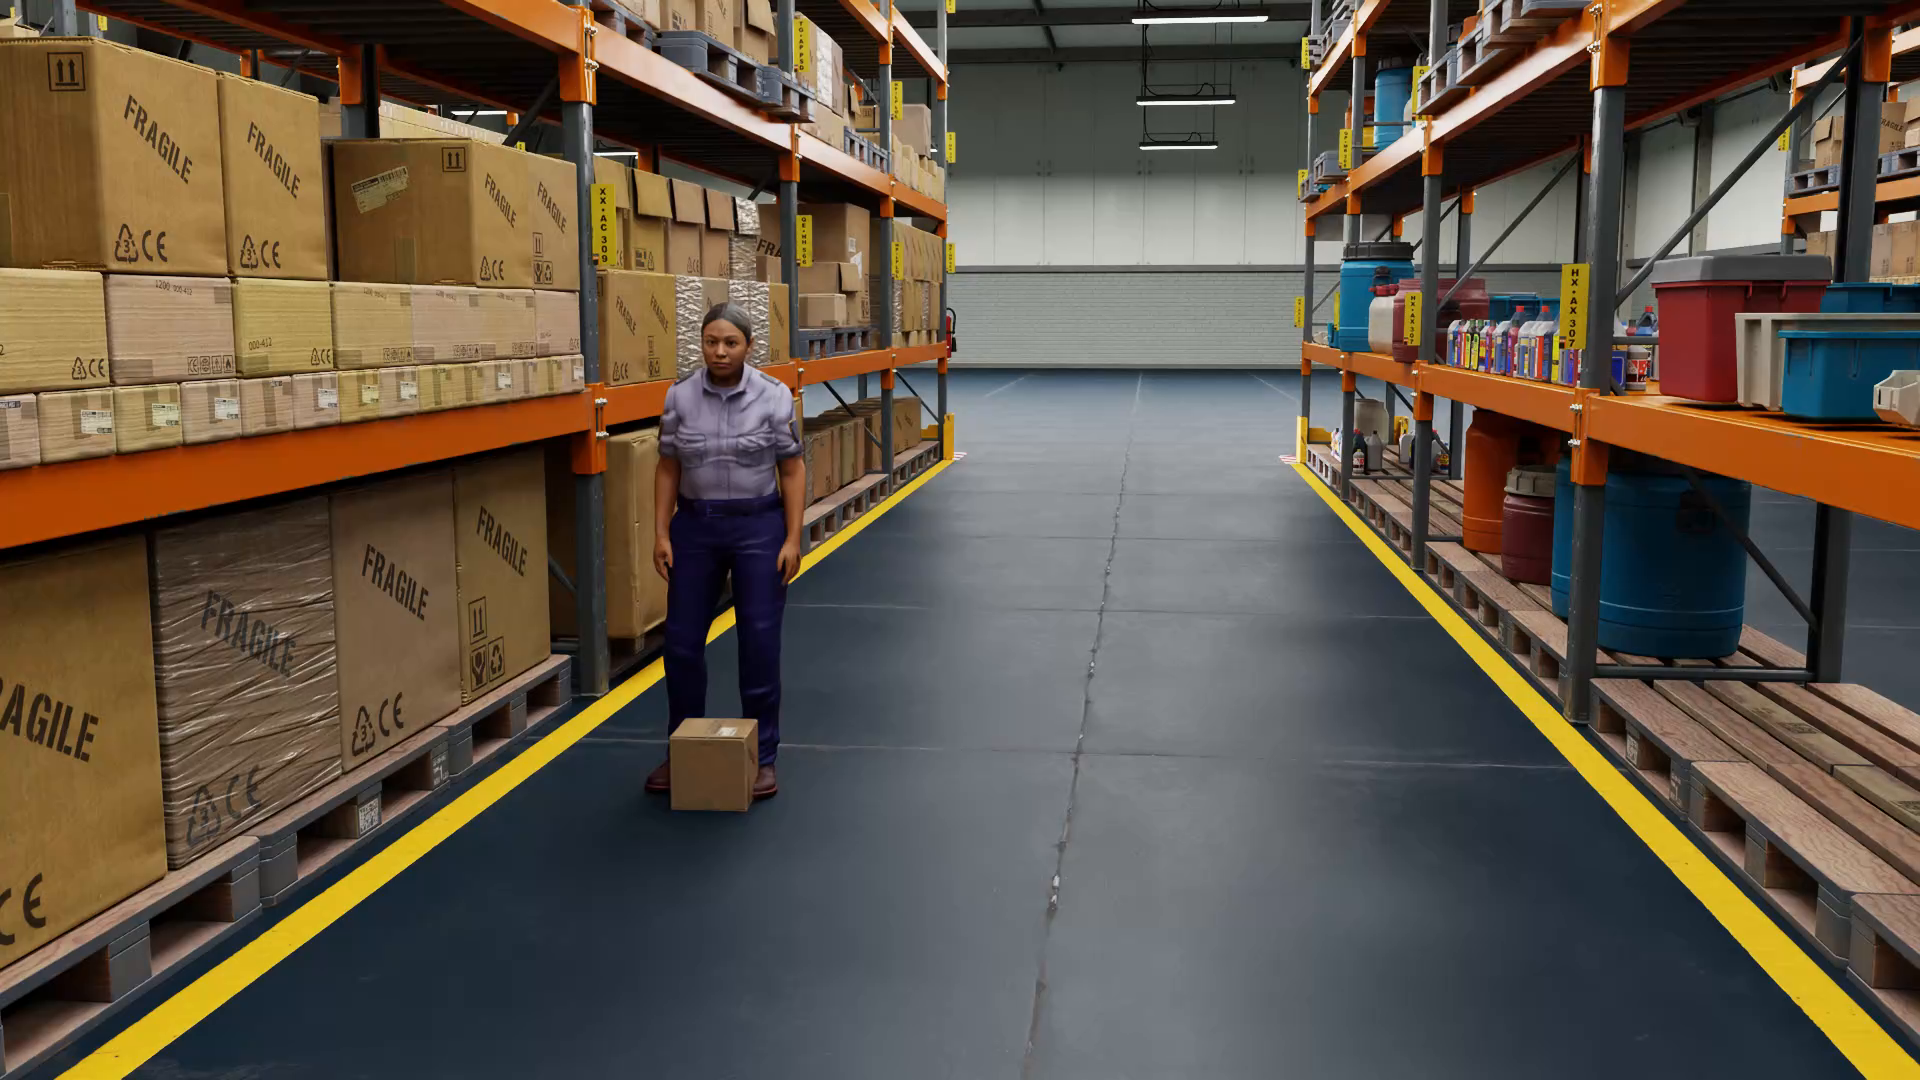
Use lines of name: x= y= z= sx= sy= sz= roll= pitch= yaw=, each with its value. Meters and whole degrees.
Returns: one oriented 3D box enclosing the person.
person: x=-0.801 y=0.026 z=5.650 sx=0.543 sy=1.647 sz=0.423 roll=1 pitch=8 yaw=4
